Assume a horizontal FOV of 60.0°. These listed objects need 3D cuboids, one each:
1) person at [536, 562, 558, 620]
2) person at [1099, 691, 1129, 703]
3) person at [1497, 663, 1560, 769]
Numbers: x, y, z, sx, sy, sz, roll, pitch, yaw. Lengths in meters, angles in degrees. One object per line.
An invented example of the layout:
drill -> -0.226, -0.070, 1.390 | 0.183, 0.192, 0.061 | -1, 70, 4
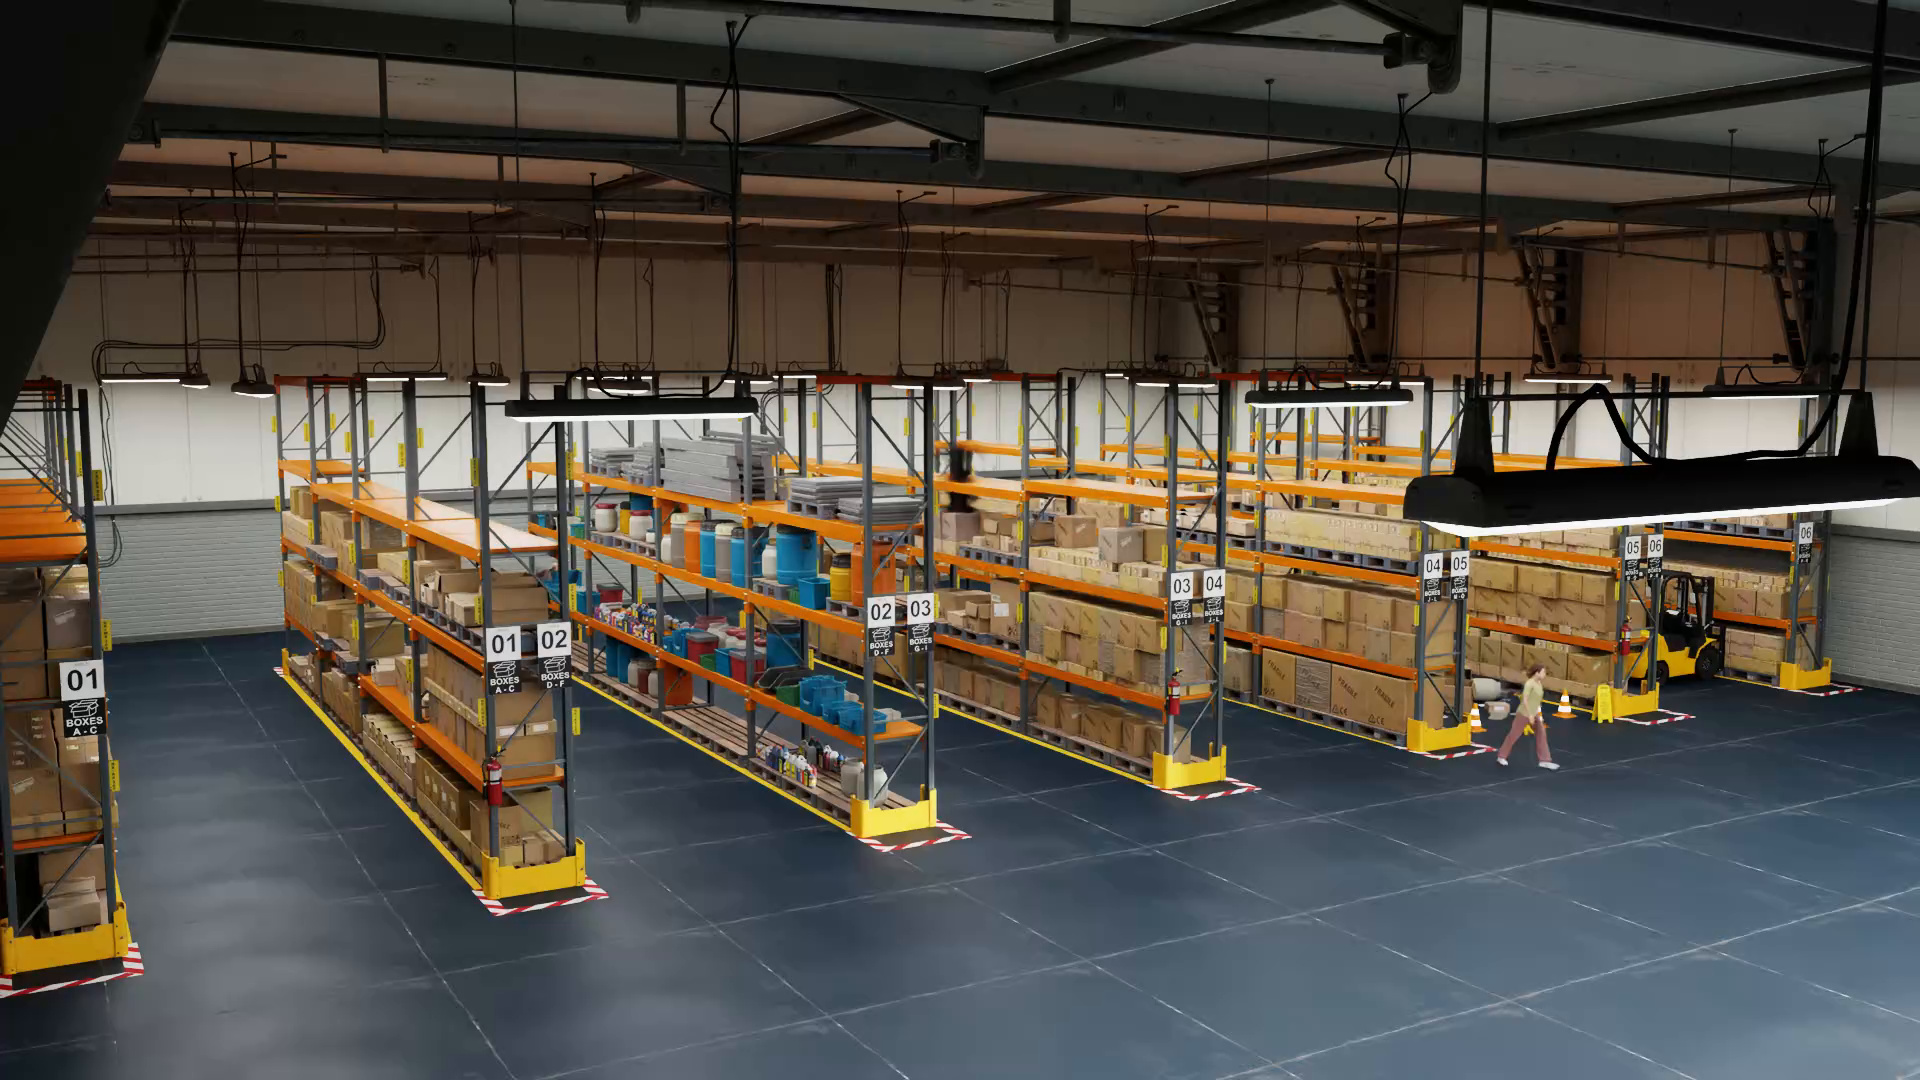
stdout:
person -> -9.521, 1.391, 37.752 | 1.067, 1.746, 0.759 | -3, 7, -28
person -> 2.861, 2.112, 30.836 | 0.599, 1.742, 0.842 | -4, 7, -32
person -> 8.816, 2.709, 25.746 | 0.881, 1.625, 0.617 | 6, 8, 42
